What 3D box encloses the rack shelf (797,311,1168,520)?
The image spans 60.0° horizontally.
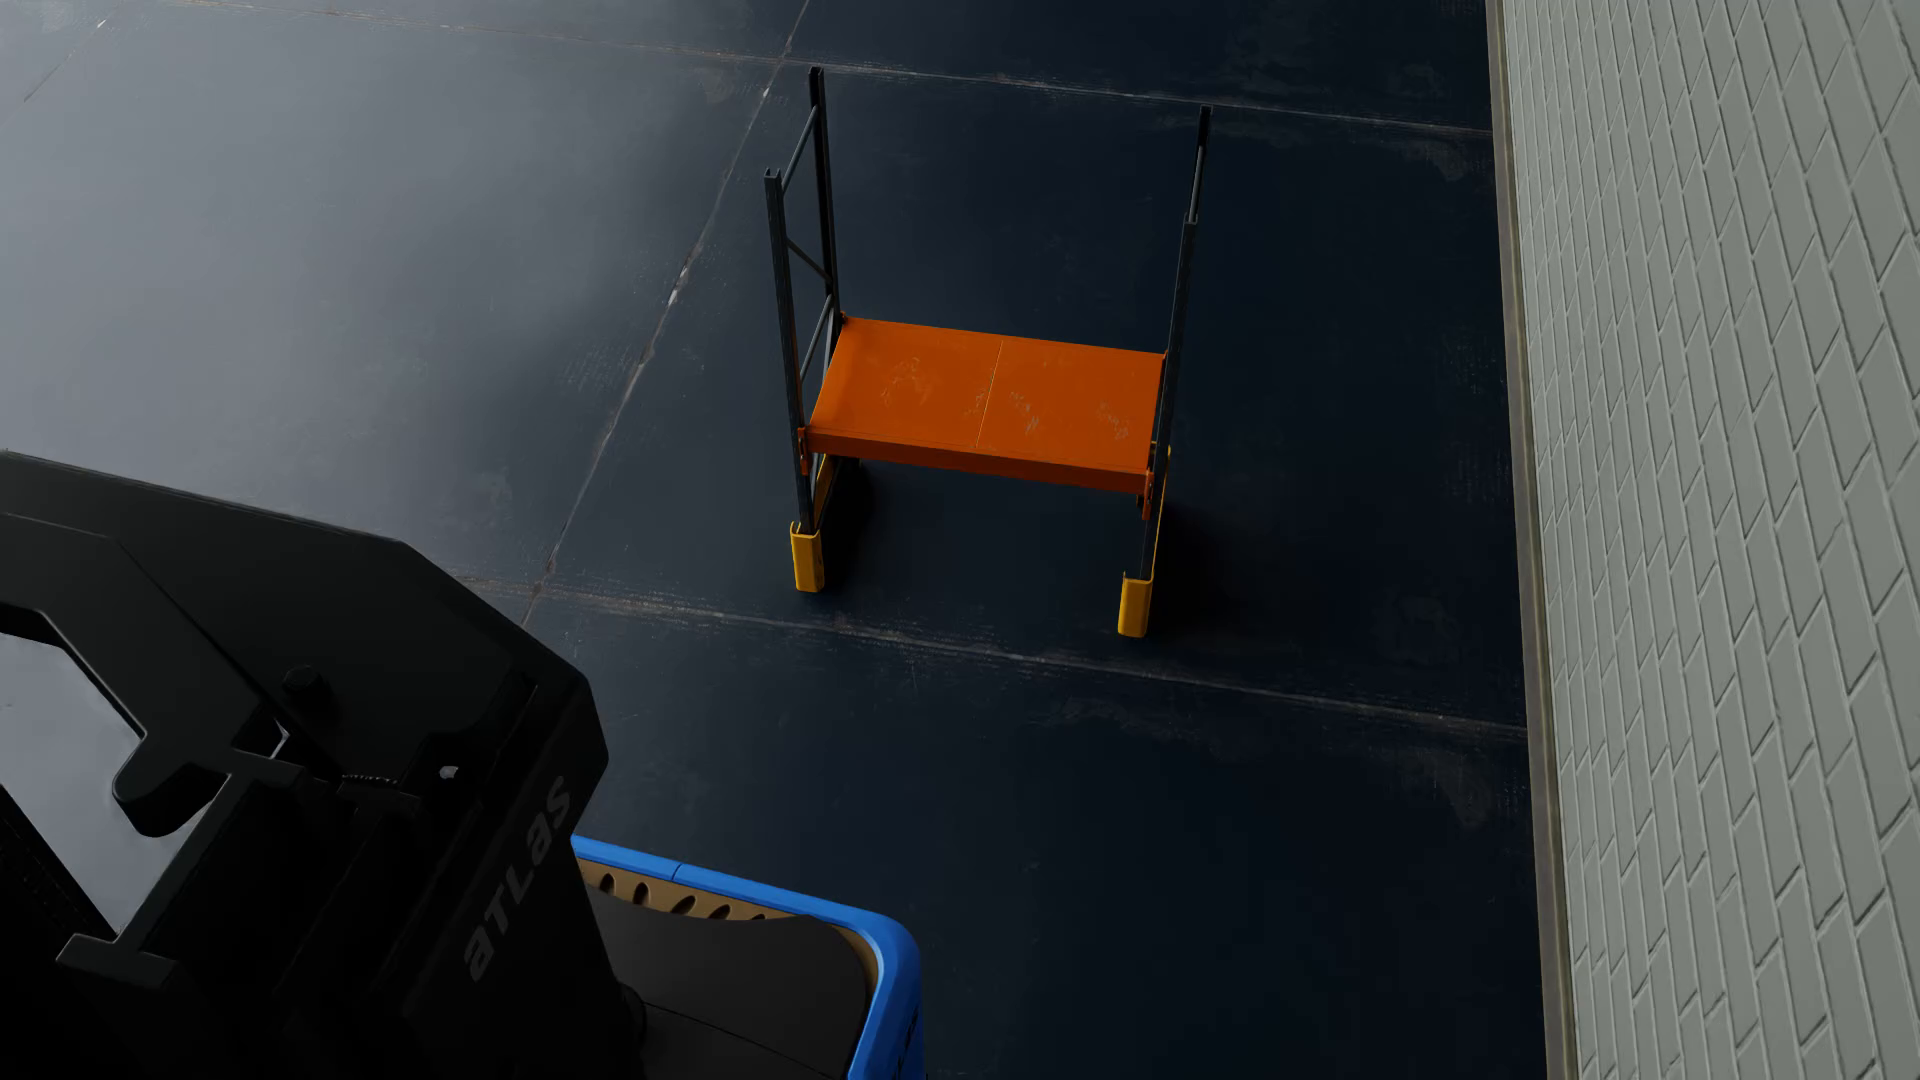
[{"bbox_3d":[0.084,-0.370,4.816,1.000,0.185,0.538,8,49,7],"label":"rack shelf"}]

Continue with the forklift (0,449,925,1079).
[{"bbox_3d":[-0.957,1.425,1.999,1.130,2.935,3.031,12,49,11],"label":"forklift"}]

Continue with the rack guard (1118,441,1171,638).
[{"bbox_3d":[0.565,-0.008,5.089,0.087,0.250,0.587,8,49,7],"label":"rack guard"}]

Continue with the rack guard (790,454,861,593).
[{"bbox_3d":[-0.415,-0.139,5.207,0.087,0.250,0.587,8,49,7],"label":"rack guard"}]

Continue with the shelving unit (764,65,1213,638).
[{"bbox_3d":[0.075,-0.491,4.683,1.083,1.500,0.587,8,49,7],"label":"shelving unit"}]

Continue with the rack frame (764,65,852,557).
[{"bbox_3d":[-0.416,-0.557,4.742,0.032,1.500,0.500,8,49,7],"label":"rack frame"}]

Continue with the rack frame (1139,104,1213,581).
[{"bbox_3d":[0.584,-0.423,4.622,0.032,1.500,0.500,8,49,7],"label":"rack frame"}]
